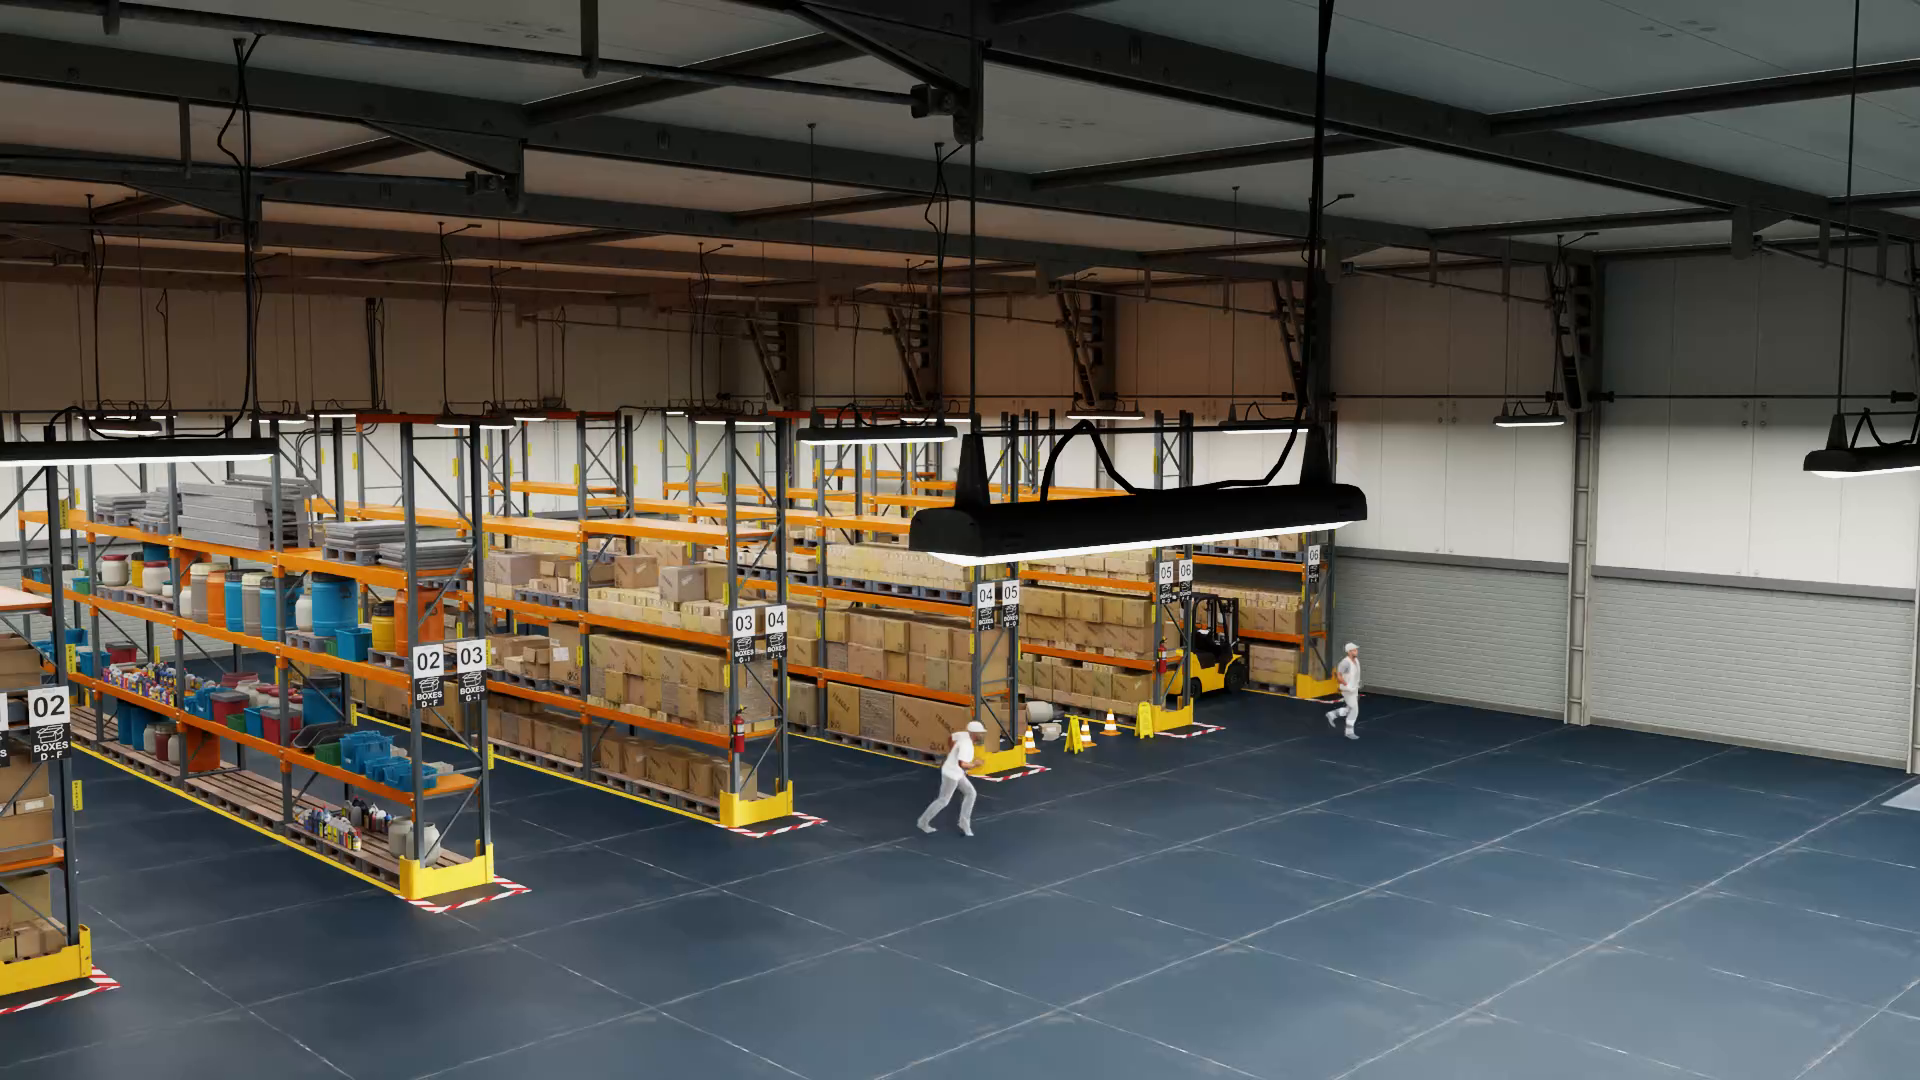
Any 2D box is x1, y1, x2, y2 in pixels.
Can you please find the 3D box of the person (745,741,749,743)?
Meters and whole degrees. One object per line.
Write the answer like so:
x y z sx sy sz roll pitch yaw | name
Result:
-4.075 2.741 30.713 0.670 1.755 0.865 -5 7 -43 | person

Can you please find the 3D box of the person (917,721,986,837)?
-0.116 3.452 23.922 1.010 1.720 0.743 0 5 2 | person

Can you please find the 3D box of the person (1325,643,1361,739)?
7.141 2.779 30.906 0.697 1.773 0.671 4 6 37 | person
